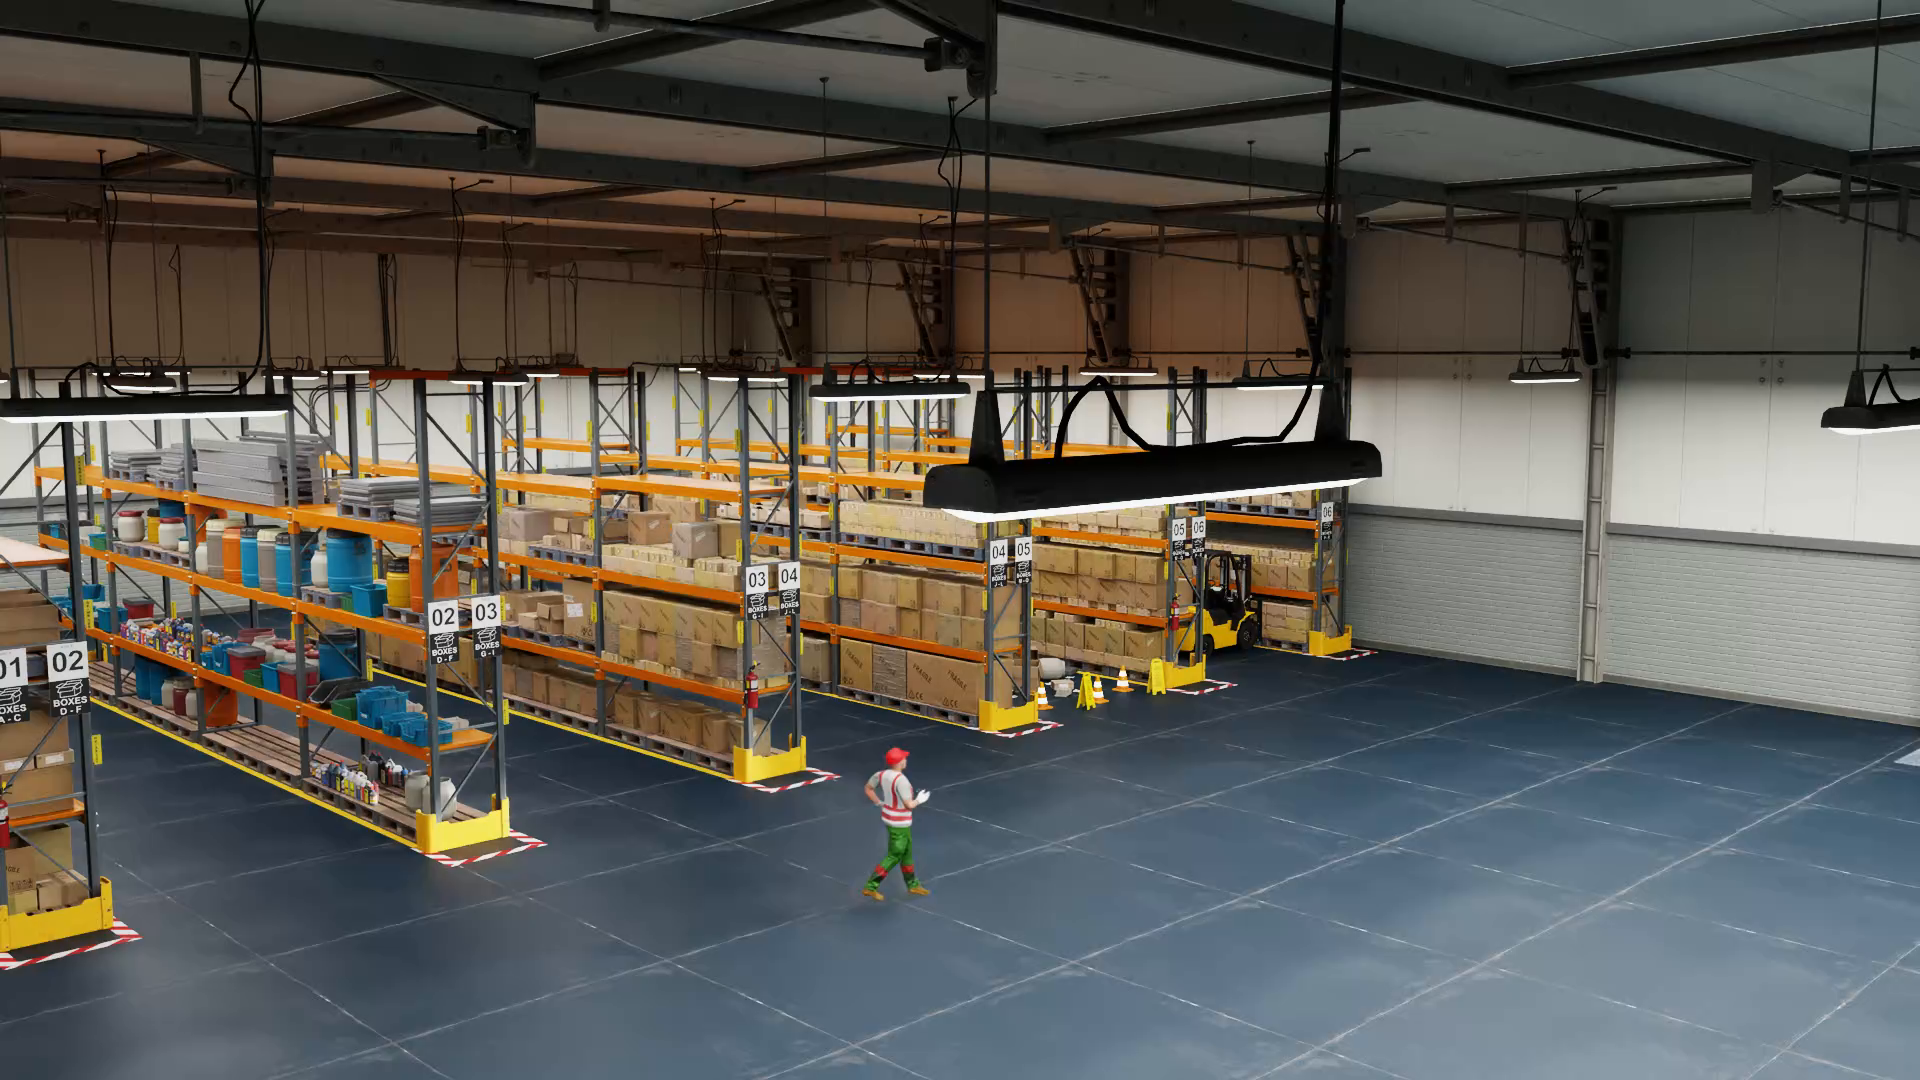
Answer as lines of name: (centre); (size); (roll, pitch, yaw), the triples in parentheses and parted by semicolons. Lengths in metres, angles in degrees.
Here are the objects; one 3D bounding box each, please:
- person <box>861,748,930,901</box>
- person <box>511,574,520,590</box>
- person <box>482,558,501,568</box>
person: (-0.722, 3.269, 19.067); (0.920, 1.809, 0.648); (-3, 7, -26)
person: (-10.985, 0.900, 40.938); (0.993, 1.627, 0.741); (-1, 6, -6)
person: (-11.334, 1.001, 39.977); (0.631, 1.731, 0.805); (5, 8, 40)
